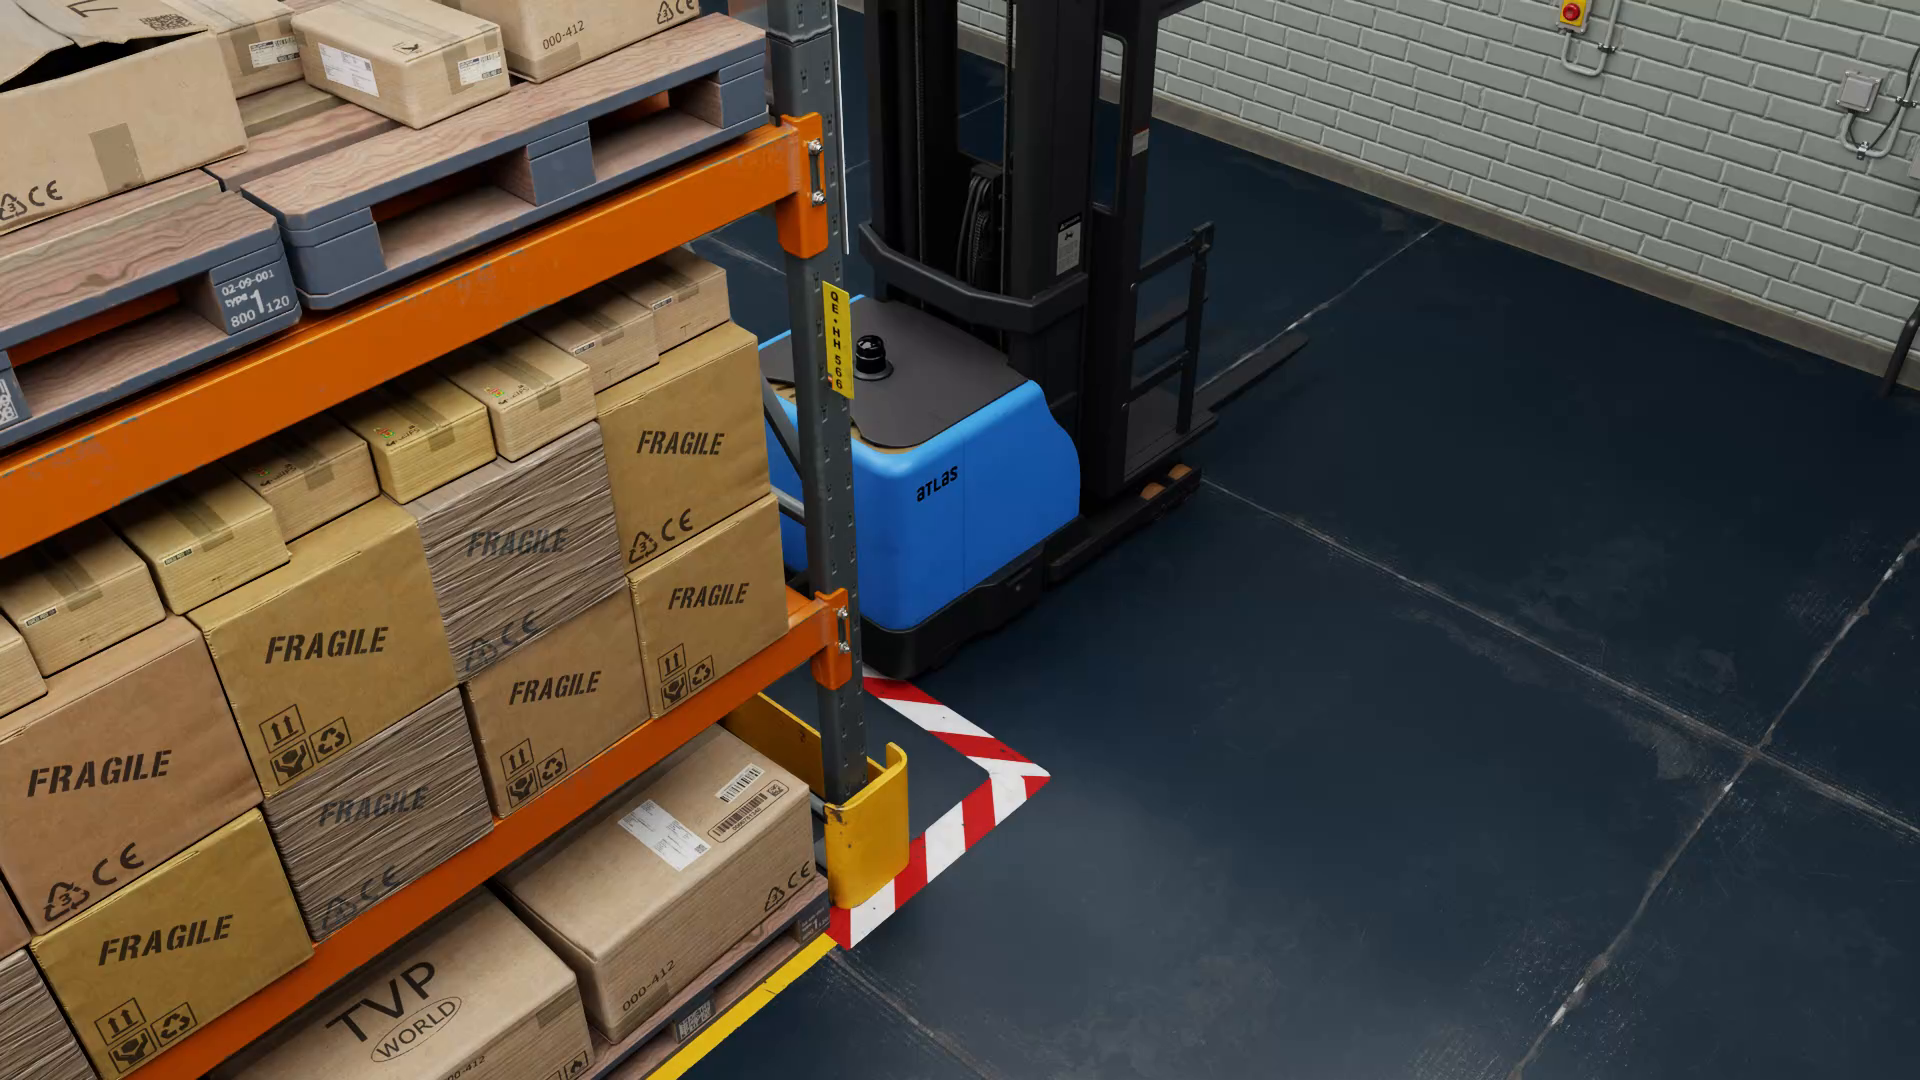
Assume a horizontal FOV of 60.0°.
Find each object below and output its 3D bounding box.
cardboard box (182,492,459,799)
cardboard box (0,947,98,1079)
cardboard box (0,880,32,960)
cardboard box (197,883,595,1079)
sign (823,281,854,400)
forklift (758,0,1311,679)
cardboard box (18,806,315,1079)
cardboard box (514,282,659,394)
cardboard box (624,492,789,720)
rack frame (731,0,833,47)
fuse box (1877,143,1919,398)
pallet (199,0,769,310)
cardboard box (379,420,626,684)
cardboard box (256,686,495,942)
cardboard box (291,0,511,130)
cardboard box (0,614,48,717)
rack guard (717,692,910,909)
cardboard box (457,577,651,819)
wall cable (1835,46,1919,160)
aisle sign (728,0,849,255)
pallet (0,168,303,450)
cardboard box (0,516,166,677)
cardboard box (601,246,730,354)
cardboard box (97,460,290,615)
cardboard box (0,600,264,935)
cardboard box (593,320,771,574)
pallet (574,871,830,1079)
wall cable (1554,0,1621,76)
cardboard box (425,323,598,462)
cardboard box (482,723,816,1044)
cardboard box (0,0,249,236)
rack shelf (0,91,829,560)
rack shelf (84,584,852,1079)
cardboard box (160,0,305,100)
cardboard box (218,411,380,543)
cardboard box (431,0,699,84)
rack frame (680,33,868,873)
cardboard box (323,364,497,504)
[{"bbox_3d":[-1.530,0.158,3.758,0.500,0.500,0.500,29,47,32],"label":"cardboard box"},{"bbox_3d":[-2.219,1.026,3.469,0.500,0.500,0.500,30,47,32],"label":"cardboard box"},{"bbox_3d":[-2.212,0.618,3.179,0.500,0.500,0.500,31,48,33],"label":"cardboard box"},{"bbox_3d":[-1.696,1.396,4.806,0.875,0.438,0.875,31,48,33],"label":"cardboard box"},{"bbox_3d":[-0.322,-0.523,4.377,0.100,0.325,0.005,30,47,32],"label":"sign"},{"bbox_3d":[0.434,-1.431,6.694,1.130,2.935,3.031,31,48,33],"label":"forklift"},{"bbox_3d":[-1.872,0.789,3.767,0.500,0.500,0.500,31,48,33],"label":"cardboard box"},{"bbox_3d":[-0.961,-0.520,4.089,0.380,0.149,0.250,31,48,33],"label":"cardboard box"},{"bbox_3d":[-0.843,0.082,4.657,0.500,0.500,0.500,30,47,32],"label":"cardboard box"},{"bbox_3d":[-0.713,-2.560,3.239,1.000,3.000,0.127,30,47,32],"label":"rack frame"},{"bbox_3d":[4.526,-1.359,7.584,0.539,1.711,0.414,30,47,32],"label":"fuse box"},{"bbox_3d":[-1.206,-1.006,3.766,1.003,0.211,1.213,30,47,32],"label":"pallet"},{"bbox_3d":[-1.194,-0.068,4.042,0.500,0.500,0.500,30,47,32],"label":"cardboard box"},{"bbox_3d":[-1.533,0.547,4.072,0.500,0.500,0.500,31,48,33],"label":"cardboard box"},{"bbox_3d":[-1.174,-1.020,3.497,0.380,0.149,0.250,26,45,29],"label":"cardboard box"},{"bbox_3d":[-1.966,0.214,3.166,0.380,0.149,0.250,30,47,32],"label":"cardboard box"},{"bbox_3d":[-0.697,0.756,5.898,1.175,0.500,0.348,30,47,32],"label":"rack guard"},{"bbox_3d":[-1.193,0.306,4.374,0.500,0.500,0.500,29,47,31],"label":"cardboard box"},{"bbox_3d":[4.128,-2.619,7.318,0.588,1.984,0.122,30,47,32],"label":"wall cable"},{"bbox_3d":[-0.436,-1.132,4.175,0.394,0.787,0.004,30,47,32],"label":"aisle sign"},{"bbox_3d":[-2.029,-0.443,3.058,1.003,0.211,1.213,30,47,32],"label":"pallet"},{"bbox_3d":[-1.819,0.075,3.341,0.380,0.149,0.250,31,48,33],"label":"cardboard box"},{"bbox_3d":[-0.808,-0.647,4.249,0.380,0.149,0.250,30,47,32],"label":"cardboard box"},{"bbox_3d":[-1.628,-0.038,3.483,0.380,0.149,0.250,31,48,33],"label":"cardboard box"},{"bbox_3d":[-1.870,0.388,3.468,0.500,0.500,0.500,29,47,32],"label":"cardboard box"},{"bbox_3d":[-0.863,-0.321,4.360,0.500,0.500,0.500,31,48,33],"label":"cardboard box"},{"bbox_3d":[-1.195,1.280,5.471,1.003,0.211,1.213,30,47,32],"label":"pallet"},{"bbox_3d":[3.074,-3.222,8.050,0.585,1.953,0.123,30,47,32],"label":"wall cable"},{"bbox_3d":[-1.073,-0.366,3.896,0.380,0.149,0.250,29,47,31],"label":"cardboard box"},{"bbox_3d":[-1.085,0.972,5.339,0.875,0.438,0.875,28,46,31],"label":"cardboard box"},{"bbox_3d":[-1.760,-0.888,3.200,0.500,0.311,0.500,31,48,33],"label":"cardboard box"},{"bbox_3d":[-2.062,-0.185,3.241,1.077,0.370,4.000,30,47,32],"label":"rack shelf"},{"bbox_3d":[-2.062,0.989,4.174,1.077,0.370,4.000,30,47,32],"label":"rack shelf"},{"bbox_3d":[-1.617,-1.088,3.582,0.380,0.149,0.250,31,48,33],"label":"cardboard box"},{"bbox_3d":[-1.502,-0.178,3.658,0.380,0.149,0.250,29,47,32],"label":"cardboard box"},{"bbox_3d":[-0.950,-1.286,3.750,0.500,0.250,0.500,25,45,28],"label":"cardboard box"},{"bbox_3d":[-0.713,-0.212,5.106,1.000,3.000,0.127,30,47,32],"label":"rack frame"},{"bbox_3d":[-1.273,-0.268,3.772,0.380,0.149,0.250,31,48,33],"label":"cardboard box"}]
